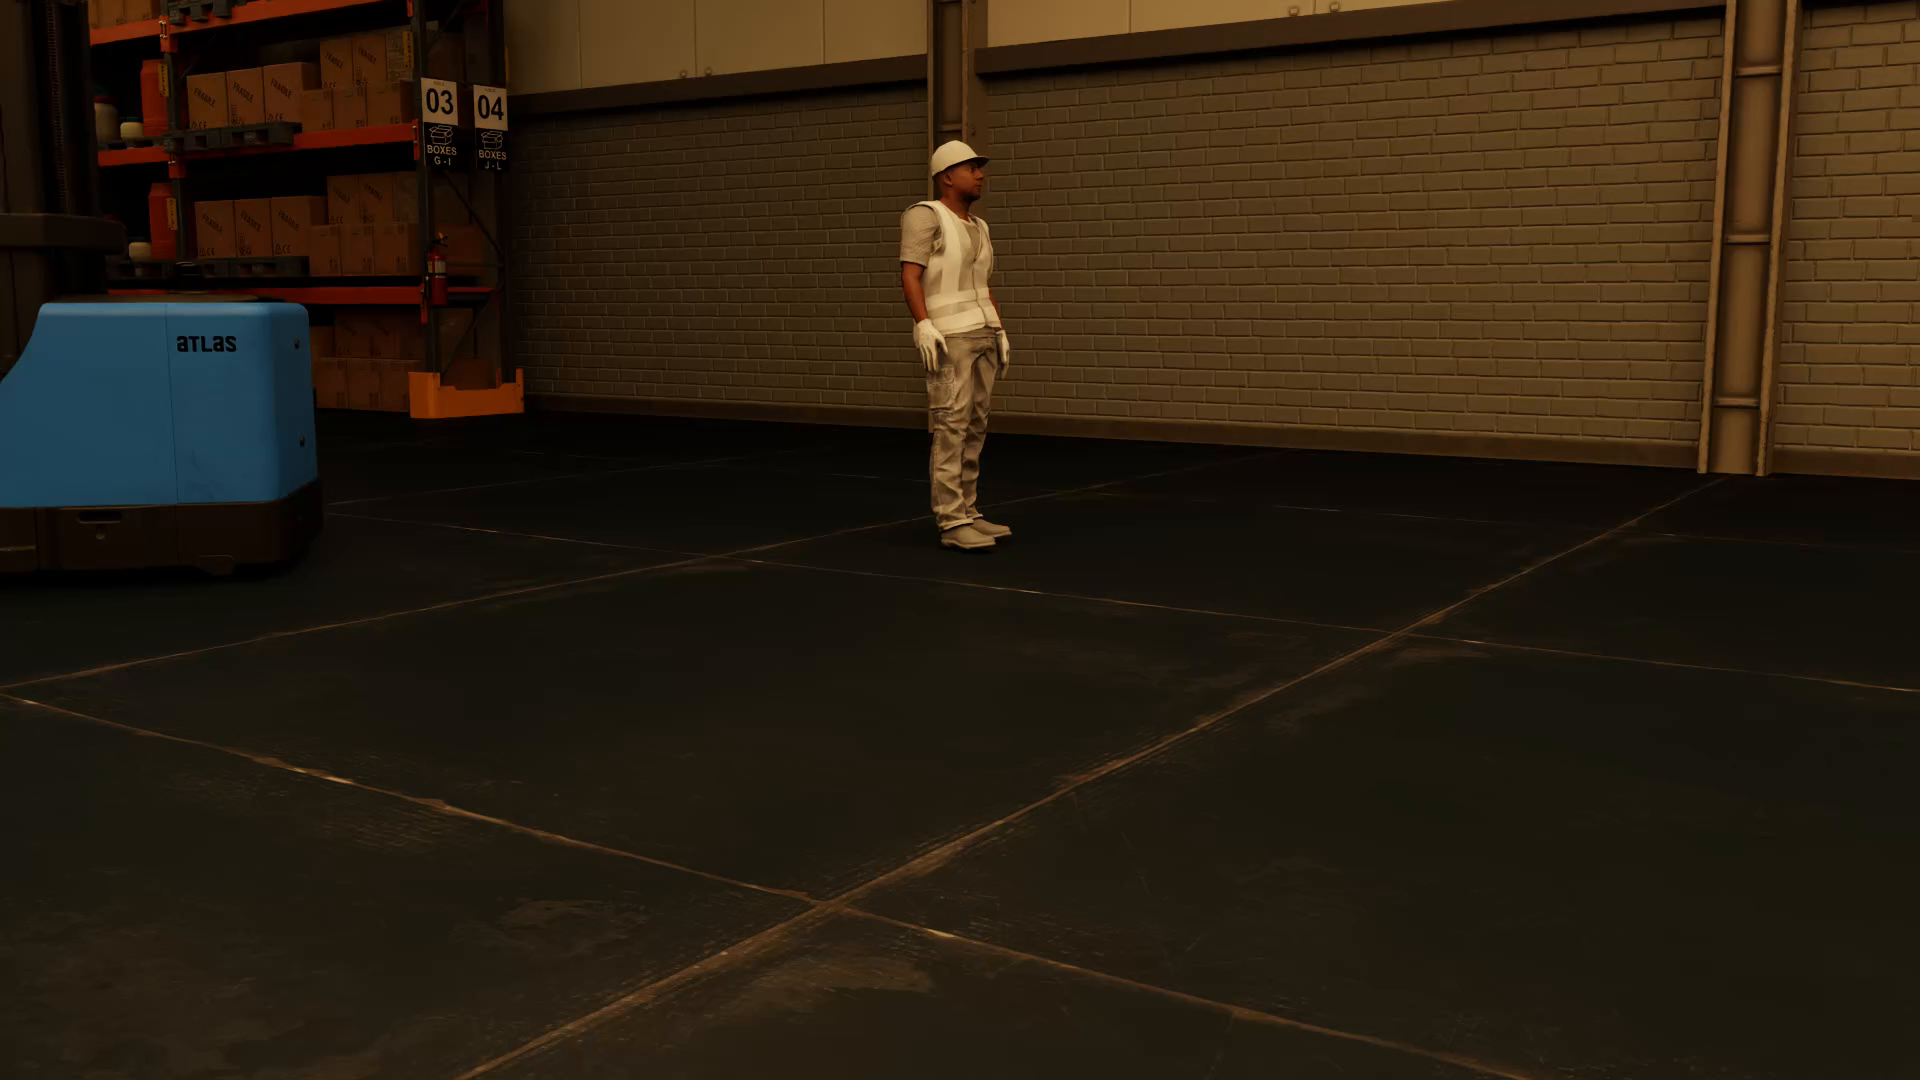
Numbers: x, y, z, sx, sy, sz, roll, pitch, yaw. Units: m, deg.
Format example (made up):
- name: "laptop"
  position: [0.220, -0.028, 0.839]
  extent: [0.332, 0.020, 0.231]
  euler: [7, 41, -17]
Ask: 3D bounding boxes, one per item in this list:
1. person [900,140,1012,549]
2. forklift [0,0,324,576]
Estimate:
- name: "person"
  position: [0.054, -0.883, 7.430]
  extent: [0.577, 1.782, 0.656]
  euler: [5, 10, 34]
- name: "forklift"
  position: [-4.217, -1.318, 6.459]
  extent: [3.031, 2.935, 1.130]
  euler: [-2, 8, -12]
